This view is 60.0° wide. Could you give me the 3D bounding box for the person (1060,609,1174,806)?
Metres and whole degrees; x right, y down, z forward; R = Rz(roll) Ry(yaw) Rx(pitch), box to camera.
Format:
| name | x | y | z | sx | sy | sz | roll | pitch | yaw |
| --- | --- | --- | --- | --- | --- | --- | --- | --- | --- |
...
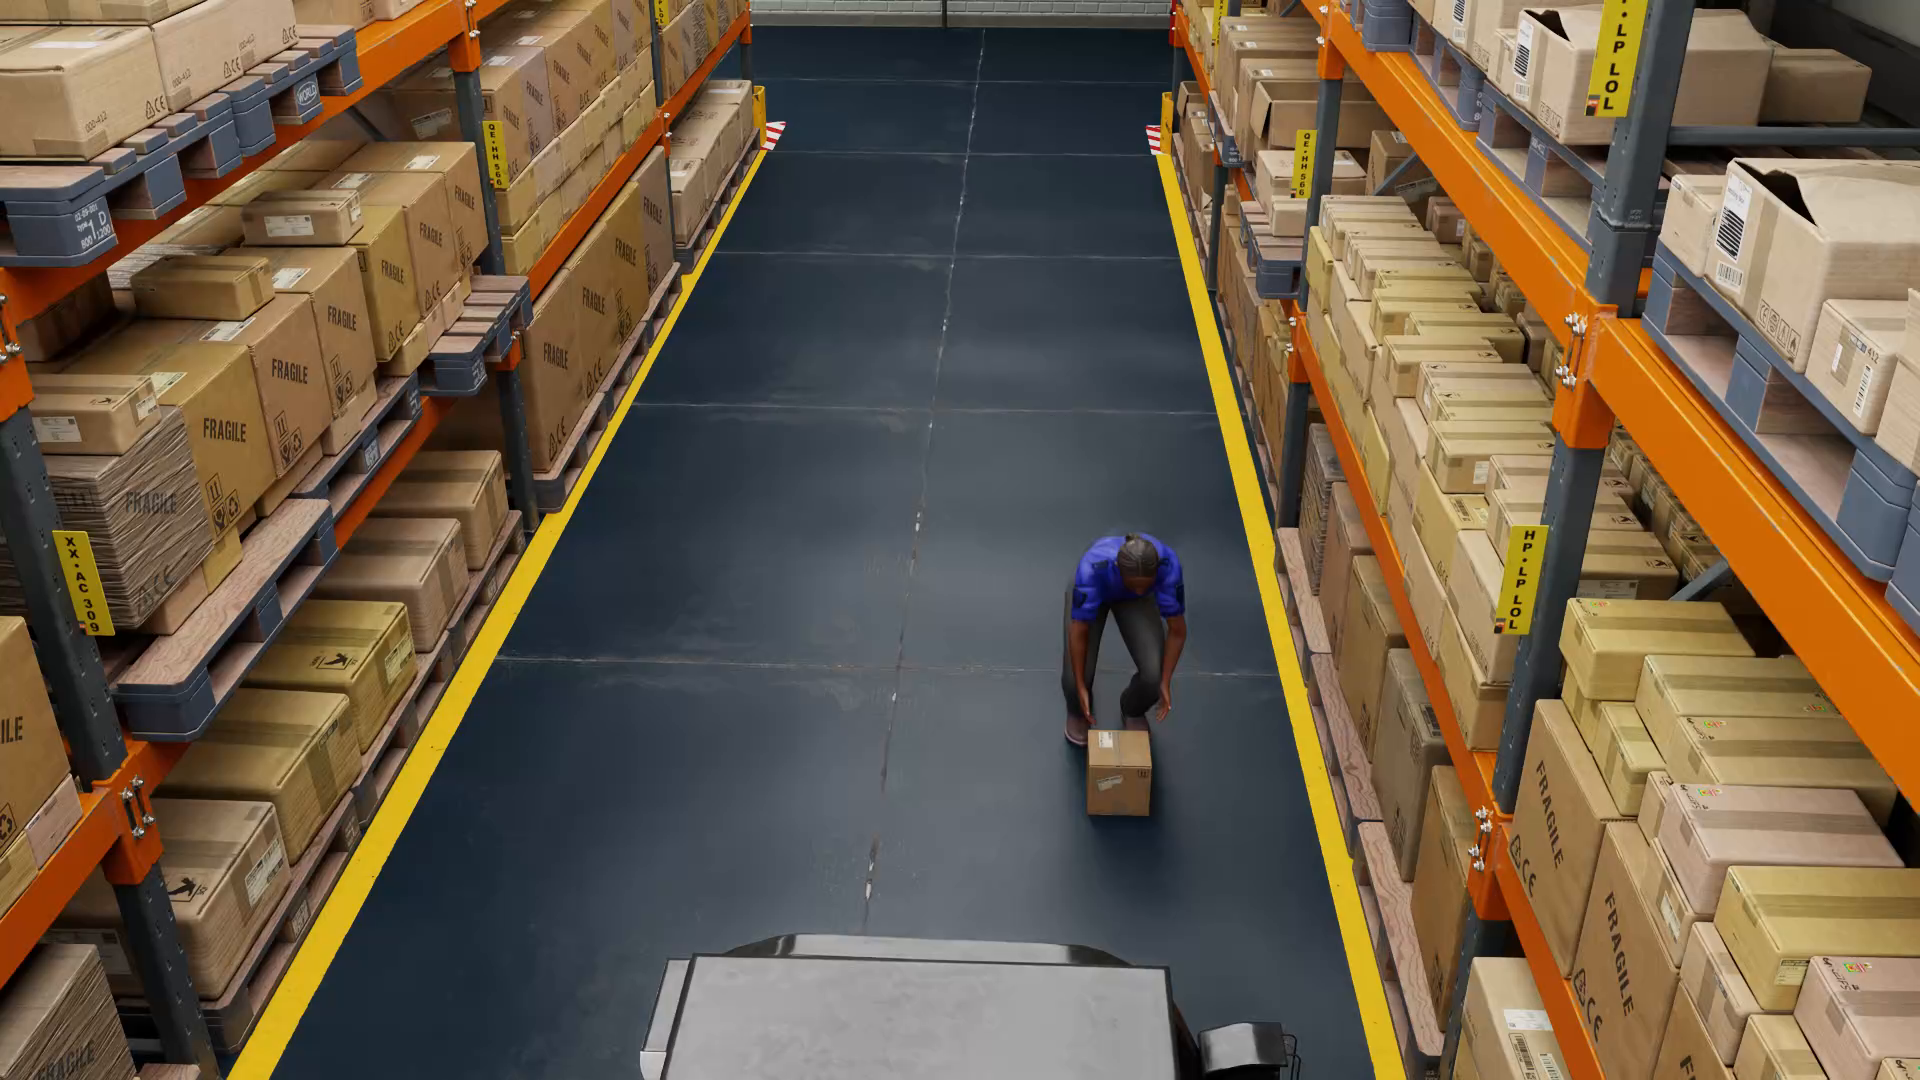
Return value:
| name | x | y | z | sx | sy | sz | roll | pitch | yaw |
| --- | --- | --- | --- | --- | --- | --- | --- | --- | --- |
| person | 0.654 | 0.619 | 7.021 | 0.473 | 0.813 | 0.845 | 0 | 28 | 0 |
